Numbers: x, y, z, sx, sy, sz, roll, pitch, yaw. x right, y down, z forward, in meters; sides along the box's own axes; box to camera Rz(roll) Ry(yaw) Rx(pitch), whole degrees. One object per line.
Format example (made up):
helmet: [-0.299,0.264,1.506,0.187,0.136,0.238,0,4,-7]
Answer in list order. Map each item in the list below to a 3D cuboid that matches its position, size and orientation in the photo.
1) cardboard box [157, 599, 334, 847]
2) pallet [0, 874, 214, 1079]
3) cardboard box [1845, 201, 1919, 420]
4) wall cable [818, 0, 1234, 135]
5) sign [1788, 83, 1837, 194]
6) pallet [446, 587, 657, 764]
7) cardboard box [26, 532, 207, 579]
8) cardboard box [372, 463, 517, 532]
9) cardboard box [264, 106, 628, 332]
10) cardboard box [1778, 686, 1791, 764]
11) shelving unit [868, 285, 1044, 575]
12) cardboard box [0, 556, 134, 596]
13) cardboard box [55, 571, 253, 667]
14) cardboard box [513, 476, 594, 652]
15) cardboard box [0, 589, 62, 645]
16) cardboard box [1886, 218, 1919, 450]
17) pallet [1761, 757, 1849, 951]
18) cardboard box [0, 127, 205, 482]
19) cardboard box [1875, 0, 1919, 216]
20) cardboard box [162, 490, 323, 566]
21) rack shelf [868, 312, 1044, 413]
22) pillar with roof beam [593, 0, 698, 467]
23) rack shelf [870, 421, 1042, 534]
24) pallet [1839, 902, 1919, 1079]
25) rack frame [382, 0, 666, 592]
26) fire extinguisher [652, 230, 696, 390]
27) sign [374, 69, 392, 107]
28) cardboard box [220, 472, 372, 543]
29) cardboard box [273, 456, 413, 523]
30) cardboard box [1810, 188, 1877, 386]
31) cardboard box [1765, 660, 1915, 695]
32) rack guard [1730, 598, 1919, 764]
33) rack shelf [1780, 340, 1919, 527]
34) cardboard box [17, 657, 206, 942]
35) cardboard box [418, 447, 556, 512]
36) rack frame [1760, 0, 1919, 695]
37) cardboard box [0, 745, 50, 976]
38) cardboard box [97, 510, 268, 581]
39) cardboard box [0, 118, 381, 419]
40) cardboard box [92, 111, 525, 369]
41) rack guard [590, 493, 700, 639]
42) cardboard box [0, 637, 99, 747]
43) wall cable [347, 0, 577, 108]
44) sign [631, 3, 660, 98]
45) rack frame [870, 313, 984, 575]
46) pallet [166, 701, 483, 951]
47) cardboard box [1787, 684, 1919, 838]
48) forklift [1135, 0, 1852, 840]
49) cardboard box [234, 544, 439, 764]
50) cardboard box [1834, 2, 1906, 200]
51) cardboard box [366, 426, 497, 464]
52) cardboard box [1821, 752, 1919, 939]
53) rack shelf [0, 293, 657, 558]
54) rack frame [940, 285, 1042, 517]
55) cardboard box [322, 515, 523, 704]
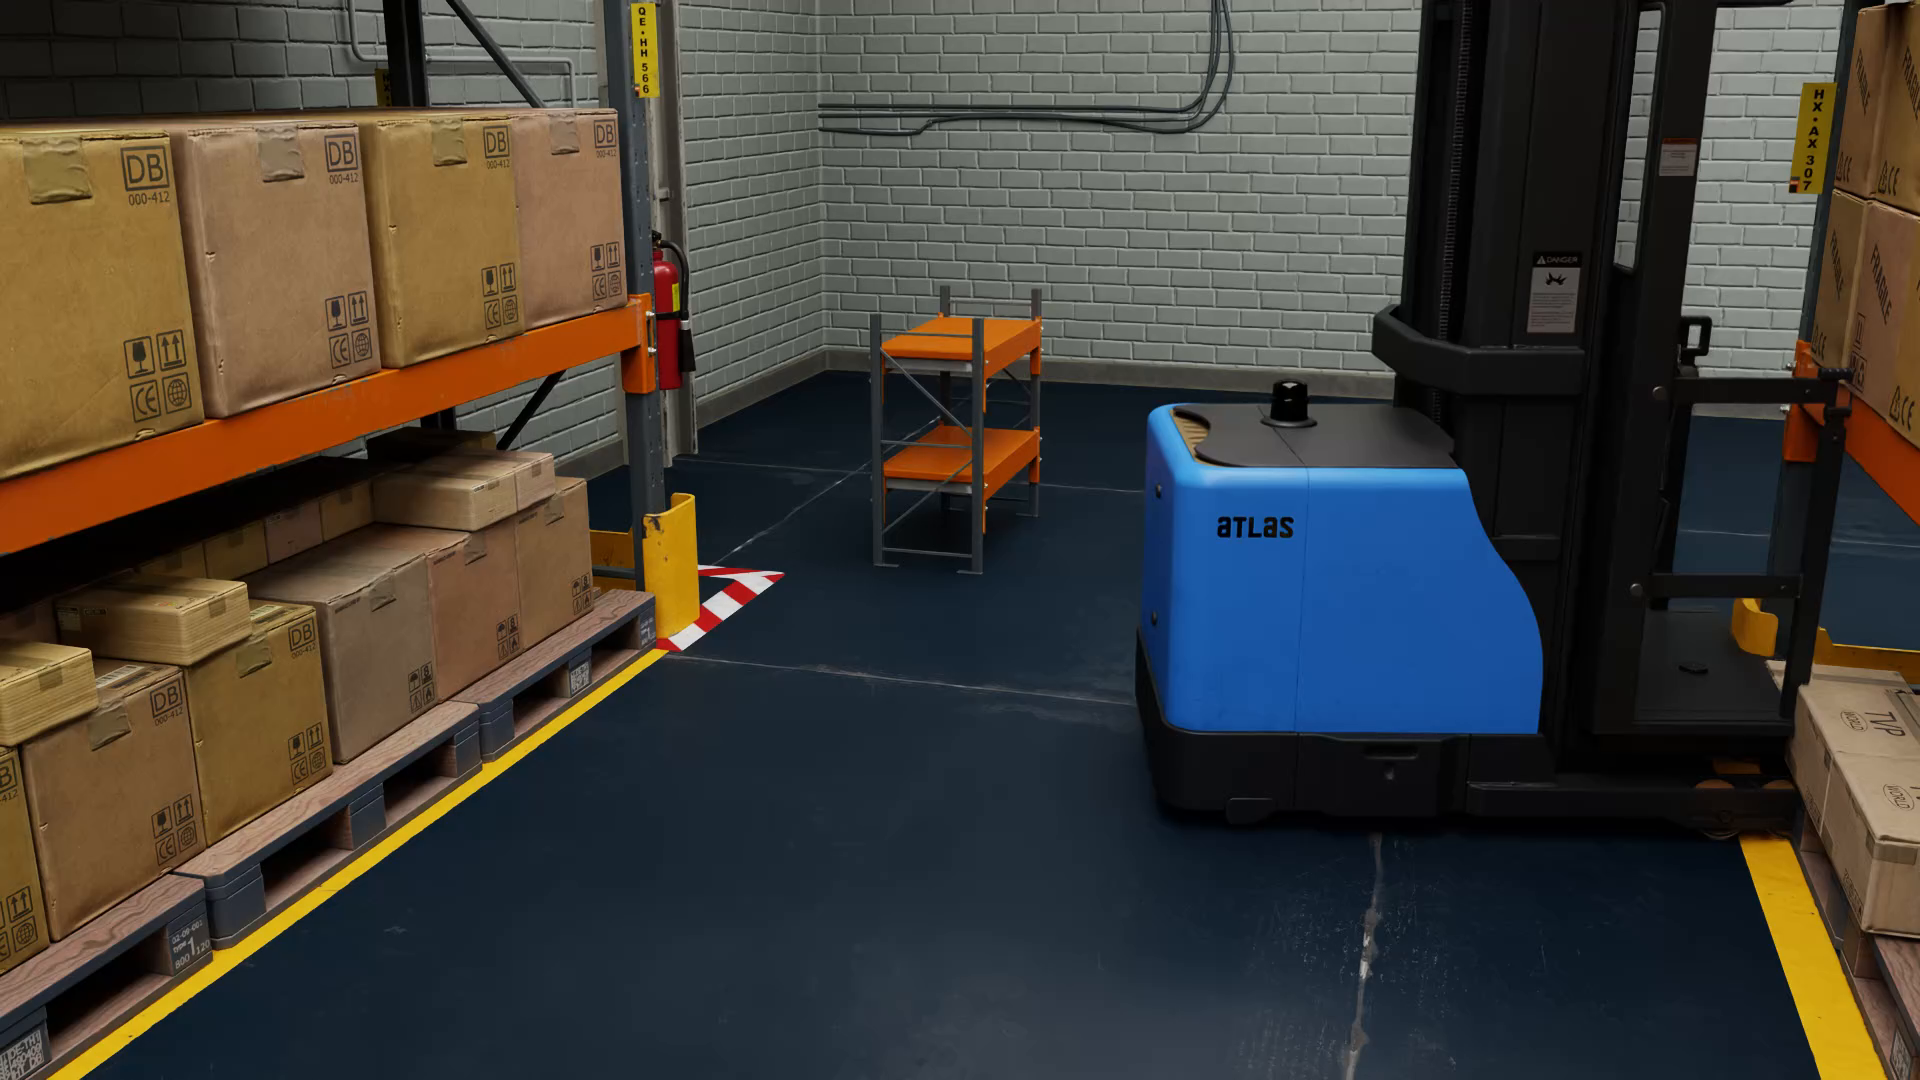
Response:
cardboard box: [-2.185,0.457,4.532,0.700,0.500,0.500,5,17,17]
pallet: [-2.498,1.058,3.711,1.003,0.211,1.213,5,16,16]
cardboard box: [2.577,-0.571,4.161,0.500,0.500,0.500,4,16,15]
wall cable: [0.297,-3.981,11.065,3.097,2.526,0.112,5,16,16]
sign: [2.577,-1.212,5.019,0.100,0.325,0.005,5,16,16]
pallet: [-1.805,0.420,5.962,1.003,0.211,1.213,5,16,16]
cardboard box: [-2.343,0.092,4.629,0.380,0.149,0.250,4,16,15]
cardboard box: [-1.690,-0.143,5.458,0.380,0.149,0.250,5,17,17]
cardboard box: [-1.788,-1.147,5.826,0.980,0.700,0.700,5,17,18]
cardboard box: [2.578,0.546,4.793,0.380,0.166,0.250,5,16,16]
shelving unit: [0.002,-0.543,7.682,0.538,1.125,1.048,5,16,16]
cardboard box: [-2.416,0.160,4.391,0.380,0.149,0.250,5,17,16]
cardboard box: [-2.058,0.198,4.255,0.380,0.149,0.250,4,16,14]
cardboard box: [-1.756,0.055,5.951,0.700,0.500,0.500,5,16,16]
cardboard box: [-2.488,0.226,4.158,0.380,0.149,0.250,4,16,14]
cardboard box: [2.432,-0.440,3.699,0.500,0.500,0.500,5,16,16]
pallet: [2.850,0.817,4.564,1.003,0.211,1.213,5,16,16]
cardboard box: [-2.407,-0.566,3.777,0.980,0.700,0.700,4,16,14]
cardboard box: [2.577,-1.050,4.018,0.500,0.500,0.500,5,17,16]
cardboard box: [-2.198,-0.041,5.099,0.380,0.149,0.250,5,17,17]
rack shelf: [0.002,-0.825,7.602,0.538,0.278,1.000,5,16,16]
pillar with roof beam: [2.413,-4.463,7.072,9.100,9.000,0.400,5,16,16]
rack shelf: [0.002,-0.308,7.749,0.538,0.278,1.000,5,16,16]
pallet: [2.502,1.135,3.442,1.003,0.211,1.213,5,16,16]
rack frame: [-1.653,-1.137,6.340,1.000,3.000,0.127,5,16,16]
fire extinguisher: [-1.168,-0.924,6.415,0.296,0.674,0.183,5,16,16]
sign: [-2.183,-1.636,6.369,0.100,0.325,0.005,5,16,16]
cardboard box: [-2.127,-0.108,5.334,0.380,0.149,0.250,5,17,16]
cardboard box: [-2.055,-0.173,5.565,0.380,0.149,0.250,5,16,16]
cardboard box: [2.719,-0.706,4.638,0.500,0.500,0.500,5,17,17]
cardboard box: [2.649,0.489,5.026,0.380,0.149,0.250,5,16,16]
rack guard: [3.076,0.469,5.260,1.175,0.500,0.348,5,16,16]
rack shelf: [2.529,0.116,3.243,1.077,0.370,4.000,5,16,16]
cardboard box: [-2.333,0.591,4.059,0.700,0.500,0.500,4,16,15]
cardboard box: [-1.618,-0.210,5.694,0.380,0.149,0.250,4,16,15]
rack frame: [3.098,-0.754,4.989,1.000,3.000,0.127,5,16,16]
cardboard box: [-2.479,0.723,3.596,0.700,0.500,0.500,5,17,17]
cardboard box: [-2.271,0.026,4.863,0.380,0.149,0.250,5,17,16]
cardboard box: [-2.210,-0.757,4.451,0.980,0.700,0.700,4,16,13]
cardboard box: [-1.984,-0.956,5.152,0.980,0.700,0.700,4,16,15]
rack guard: [-1.646,0.059,6.703,1.175,0.500,0.348,5,16,16]
cardboard box: [-2.206,0.335,3.774,0.380,0.149,0.250,5,17,18]
wall cable: [-2.196,-2.034,7.641,0.084,1.984,1.851,5,16,16]
sign: [-1.137,-1.762,5.989,0.100,0.325,0.005,5,16,16]
rack frame: [-0.143,-0.410,7.213,0.500,1.125,0.032,5,16,16]
pallet: [-2.154,0.738,4.840,1.003,0.211,1.213,5,16,16]
cardboard box: [2.529,0.609,4.419,0.500,0.250,0.500,5,16,16]
forklift: [2.108,-0.695,4.907,3.031,2.935,1.130,0,16,1]
cardboard box: [-2.040,0.317,5.025,0.700,0.500,0.500,4,16,14]
cardboard box: [2.719,-1.187,4.502,0.500,0.500,0.500,5,17,18]
cardboard box: [-1.912,-0.306,6.032,0.380,0.149,0.250,5,17,16]
cardboard box: [2.387,0.739,3.958,0.500,0.250,0.500,5,16,16]
rack shelf: [-2.221,-0.267,4.594,1.077,0.370,4.000,5,16,16]
rack frame: [0.146,-0.676,8.151,0.500,1.125,0.032,5,16,16]
cardboard box: [-1.898,0.186,5.489,0.700,0.500,0.500,5,16,16]
